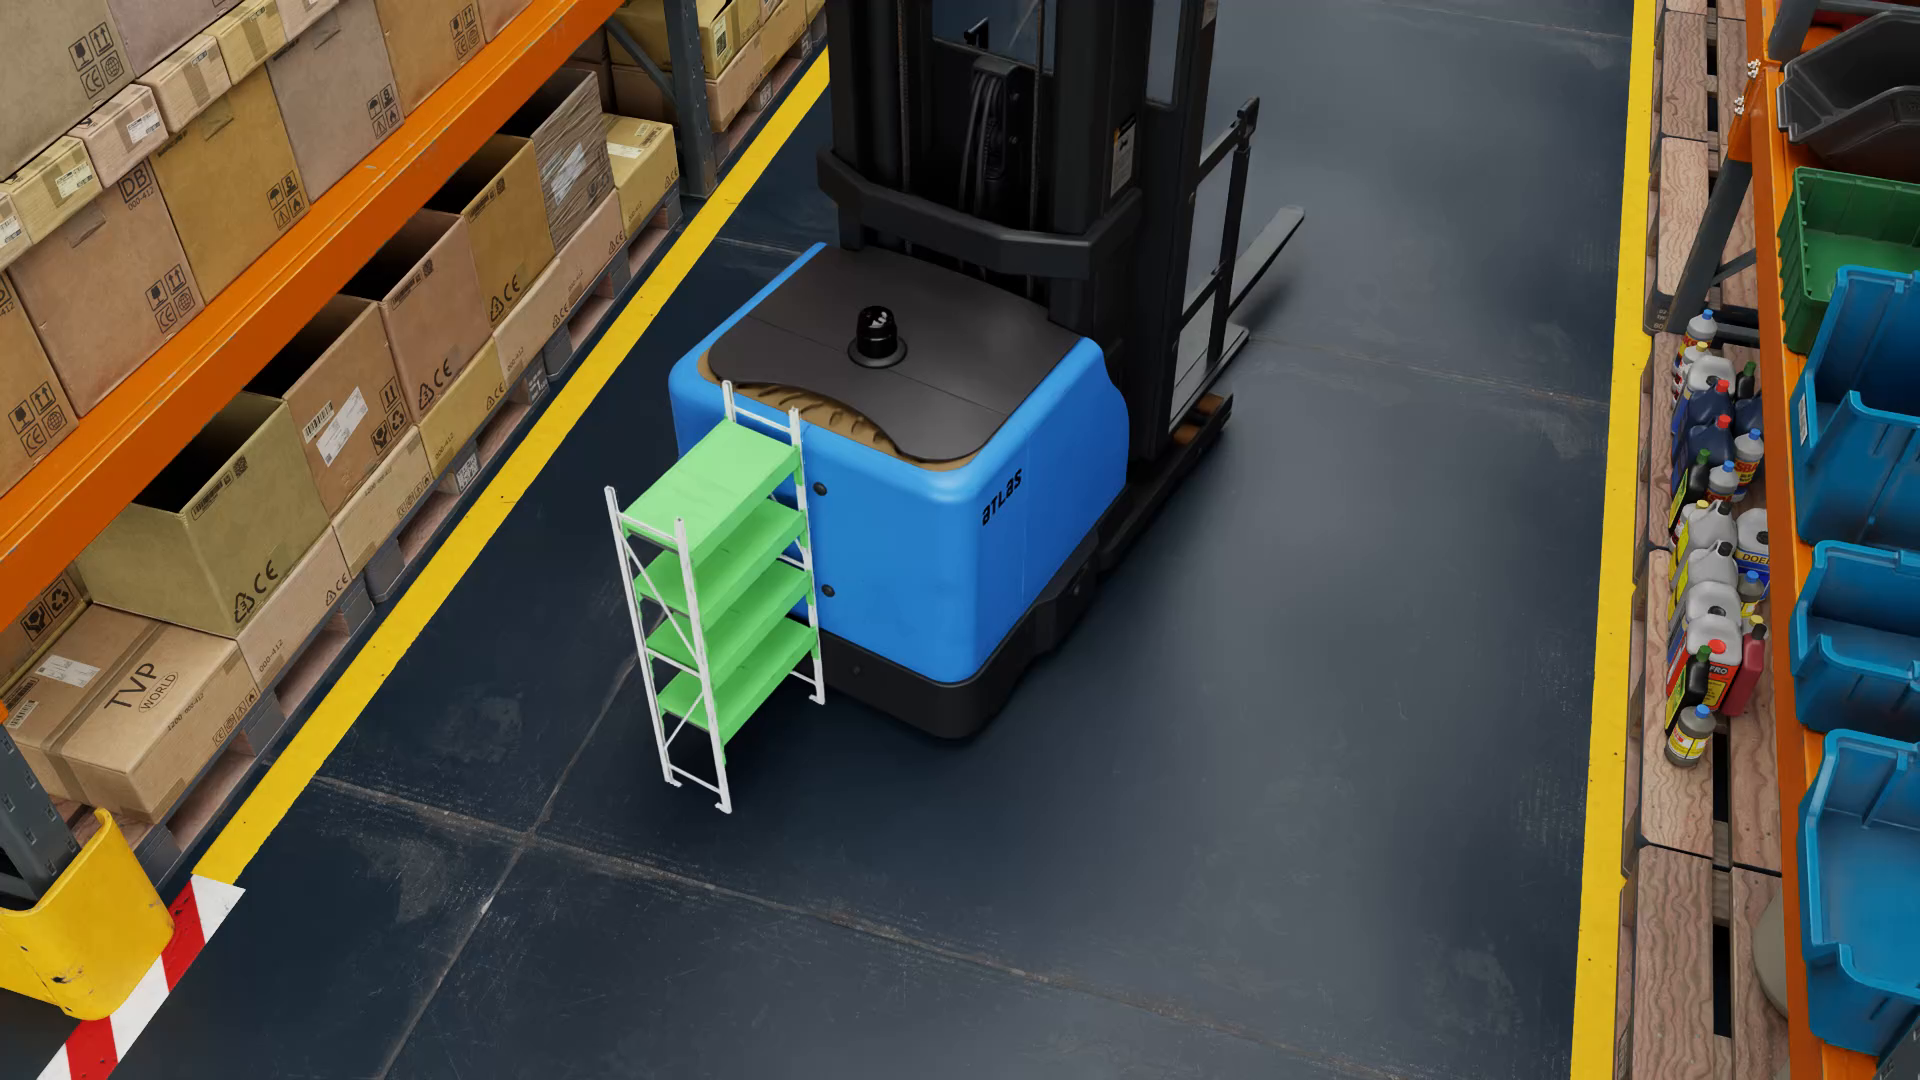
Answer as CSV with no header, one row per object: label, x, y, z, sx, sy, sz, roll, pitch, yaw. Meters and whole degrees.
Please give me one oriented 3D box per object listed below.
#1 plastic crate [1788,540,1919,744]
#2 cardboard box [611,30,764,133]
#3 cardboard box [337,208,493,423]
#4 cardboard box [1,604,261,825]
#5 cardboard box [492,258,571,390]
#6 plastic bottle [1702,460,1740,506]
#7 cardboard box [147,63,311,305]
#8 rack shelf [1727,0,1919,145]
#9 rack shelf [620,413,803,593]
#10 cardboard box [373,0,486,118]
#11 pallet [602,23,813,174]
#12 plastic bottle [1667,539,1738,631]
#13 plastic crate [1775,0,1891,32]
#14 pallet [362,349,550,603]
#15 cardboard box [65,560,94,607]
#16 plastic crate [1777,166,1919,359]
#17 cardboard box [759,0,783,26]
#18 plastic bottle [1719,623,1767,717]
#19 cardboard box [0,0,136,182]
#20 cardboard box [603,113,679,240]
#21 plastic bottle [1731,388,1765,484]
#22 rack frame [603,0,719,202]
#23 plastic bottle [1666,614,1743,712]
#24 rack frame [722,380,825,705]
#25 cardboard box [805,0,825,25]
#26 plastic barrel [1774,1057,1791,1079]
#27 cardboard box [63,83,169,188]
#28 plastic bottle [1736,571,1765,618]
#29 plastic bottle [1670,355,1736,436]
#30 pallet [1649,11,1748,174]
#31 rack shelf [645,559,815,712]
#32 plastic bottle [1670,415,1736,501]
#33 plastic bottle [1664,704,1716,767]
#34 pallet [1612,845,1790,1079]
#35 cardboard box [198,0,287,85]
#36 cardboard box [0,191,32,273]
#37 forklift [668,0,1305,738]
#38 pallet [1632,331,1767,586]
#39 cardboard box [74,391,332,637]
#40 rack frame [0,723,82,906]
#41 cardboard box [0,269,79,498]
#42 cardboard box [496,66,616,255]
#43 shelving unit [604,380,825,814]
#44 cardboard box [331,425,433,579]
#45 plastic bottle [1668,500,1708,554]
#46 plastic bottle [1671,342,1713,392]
plastic crate,2.015,0.245,3.462,0.499,0.251,0.408,13,46,13
cardboard box,-1.204,-2.082,7.398,0.500,0.250,0.500,12,46,12
cardboard box,-1.942,-0.777,5.528,0.500,0.500,0.500,13,46,13
cardboard box,-2.399,0.491,4.770,0.500,0.250,0.500,13,46,13
cardboard box,-1.793,-0.842,6.132,0.500,0.250,0.500,13,46,13
plastic bottle,2.451,-0.146,5.391,0.097,0.271,0.097,0,44,0
cardboard box,-2.310,-1.057,4.614,0.700,0.500,0.500,13,46,13
rack shelf,3.763,-2.722,6.902,1.077,0.370,4.000,13,46,13
rack shelf,-0.658,-0.105,4.403,0.258,0.148,0.480,23,49,22
cardboard box,-2.000,-1.750,5.322,0.700,0.500,0.500,13,46,13
pallet,-1.376,-2.201,7.848,1.003,0.211,1.213,13,46,13
plastic bottle,2.275,0.127,5.055,0.144,0.351,0.185,14,46,14
plastic crate,3.012,-2.057,5.661,0.402,0.464,0.583,13,46,13
pallet,-2.211,-0.364,5.971,1.003,0.211,1.213,13,46,13
cardboard box,-2.753,0.045,5.225,0.500,0.250,0.500,13,46,13
plastic crate,2.477,-0.725,4.498,0.450,0.188,0.662,13,46,13
cardboard box,-1.043,-2.621,7.548,0.500,0.311,0.500,12,46,12
plastic bottle,2.288,0.377,4.848,0.061,0.283,0.133,13,46,13
cardboard box,-2.450,-1.226,3.860,0.700,0.500,0.500,11,46,11
cardboard box,-1.494,-1.510,6.814,0.500,0.250,0.500,13,46,13
plastic bottle,2.655,-0.376,5.569,0.144,0.351,0.185,13,46,13
rack frame,-1.562,-2.698,6.362,1.000,3.000,0.127,13,46,13
plastic bottle,2.187,0.357,4.873,0.152,0.276,0.135,13,46,13
rack frame,-0.531,0.044,4.844,0.240,1.200,0.015,23,49,22
cardboard box,-0.894,-2.768,8.100,0.500,0.250,0.500,11,45,11
plastic barrel,2.072,1.304,3.751,0.421,0.512,0.421,0,44,0
cardboard box,-2.217,-1.025,4.118,0.380,0.149,0.250,12,46,12
plastic bottle,2.404,0.176,5.111,0.097,0.201,0.097,0,44,0
plastic bottle,2.571,-0.489,5.738,0.152,0.276,0.135,14,46,14
pallet,3.726,-1.997,7.640,1.003,0.211,1.213,13,46,13
rack shelf,-0.657,0.236,4.740,0.258,0.148,0.480,23,49,22
plastic bottle,2.460,-0.281,5.472,0.144,0.351,0.185,11,45,11
plastic bottle,2.084,0.546,4.734,0.097,0.201,0.097,0,44,0
pallet,2.175,1.416,4.152,1.003,0.211,1.213,13,46,13
cardboard box,-2.061,-1.374,4.474,0.380,0.149,0.250,12,46,12
cardboard box,-2.372,-0.692,3.777,0.380,0.149,0.250,11,46,11
forklift,0.344,-1.463,5.150,1.130,2.935,3.031,23,49,22
pallet,2.914,-0.211,5.814,1.003,0.211,1.213,13,46,13
cardboard box,-2.250,-0.111,4.848,0.500,0.500,0.500,13,46,13
rack frame,-2.774,-0.032,3.638,1.000,3.000,0.127,13,46,13
cardboard box,-2.620,-0.376,3.918,0.700,0.500,0.500,13,46,13
cardboard box,-1.657,-1.447,6.214,0.500,0.500,0.500,13,46,13
shelving unit,-0.657,0.191,4.695,0.258,1.200,0.503,23,49,22
cardboard box,-2.099,-0.177,5.451,0.500,0.250,0.500,13,46,13
plastic bottle,2.352,-0.044,5.336,0.097,0.201,0.097,0,44,0
plastic bottle,2.612,-0.616,5.921,0.097,0.201,0.097,0,44,0
